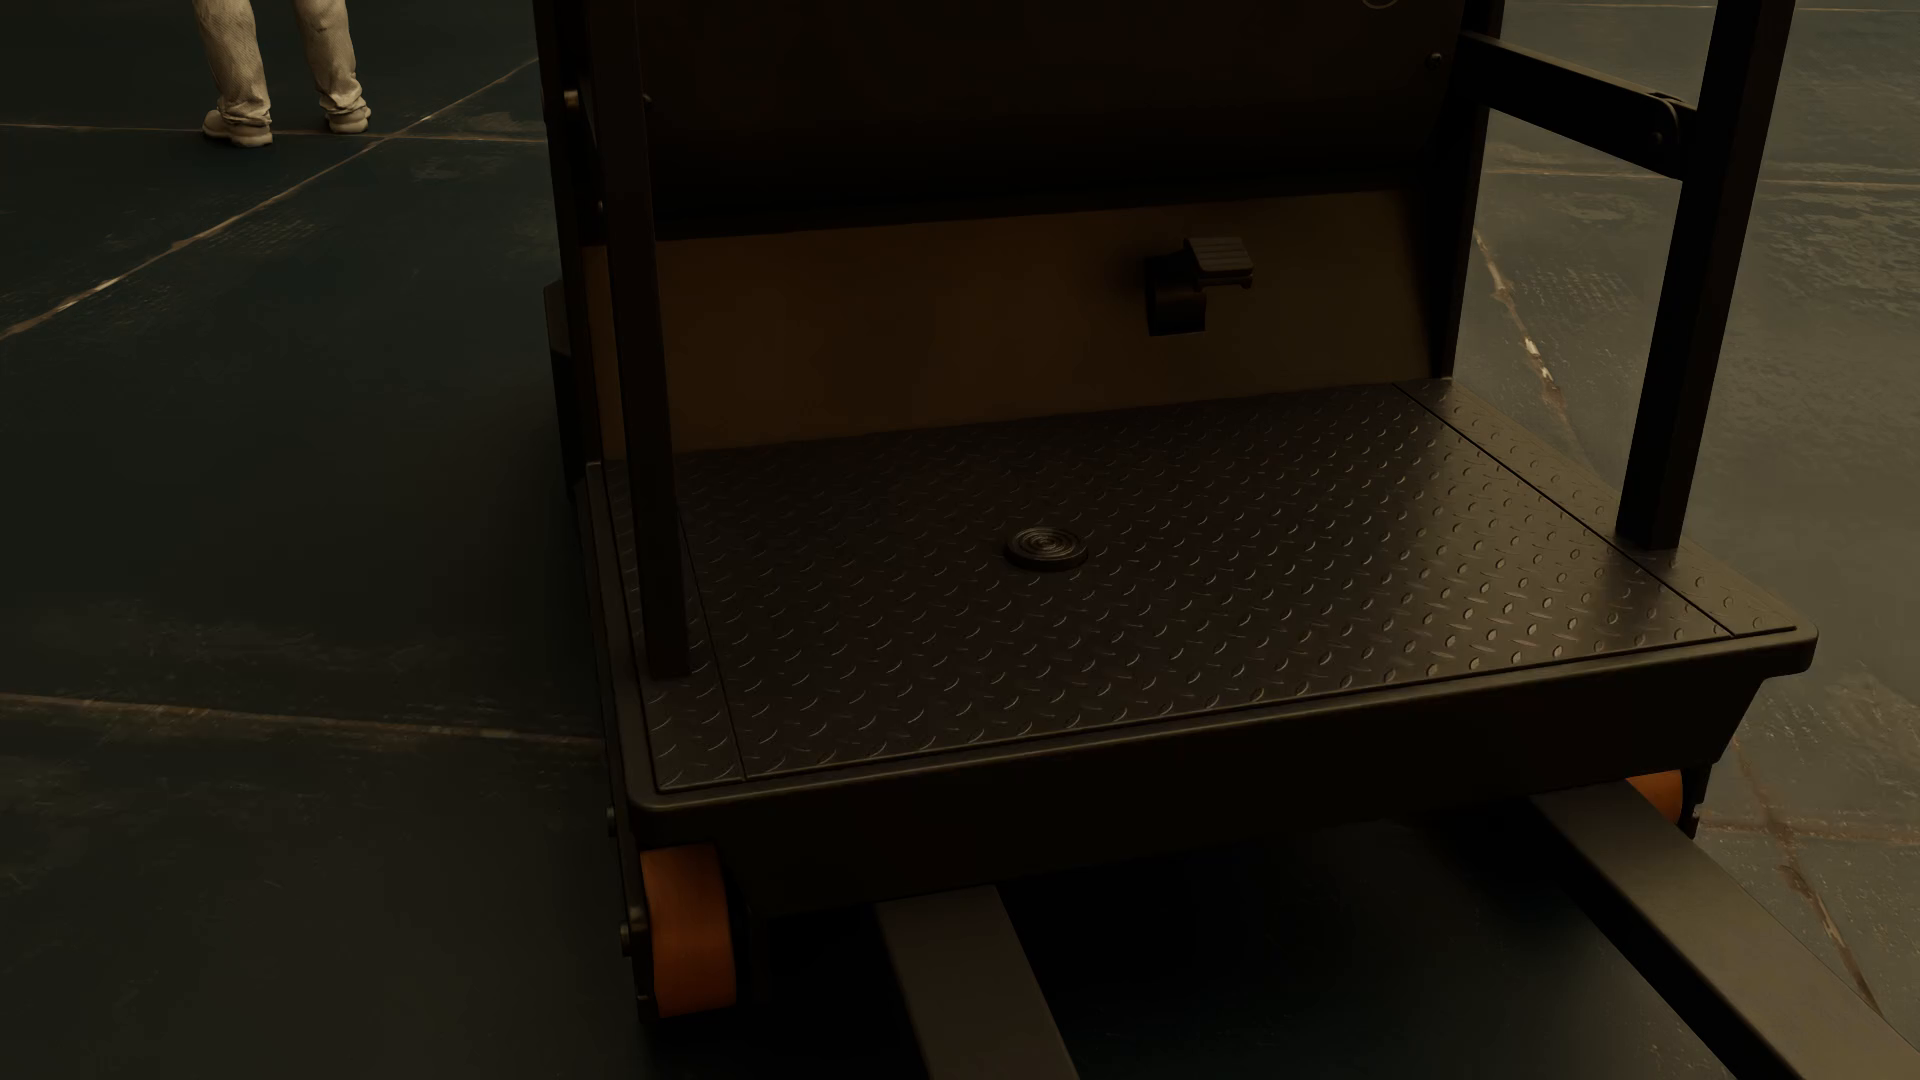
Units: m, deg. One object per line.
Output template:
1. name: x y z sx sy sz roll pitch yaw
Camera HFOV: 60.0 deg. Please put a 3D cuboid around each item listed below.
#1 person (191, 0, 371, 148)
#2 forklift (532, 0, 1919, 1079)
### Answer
1. person: -1.995 -1.974 4.495 0.620 1.755 0.461 -19 32 -34
2. forklift: 0.153 -1.049 1.319 1.130 2.935 3.031 -7 27 -13
